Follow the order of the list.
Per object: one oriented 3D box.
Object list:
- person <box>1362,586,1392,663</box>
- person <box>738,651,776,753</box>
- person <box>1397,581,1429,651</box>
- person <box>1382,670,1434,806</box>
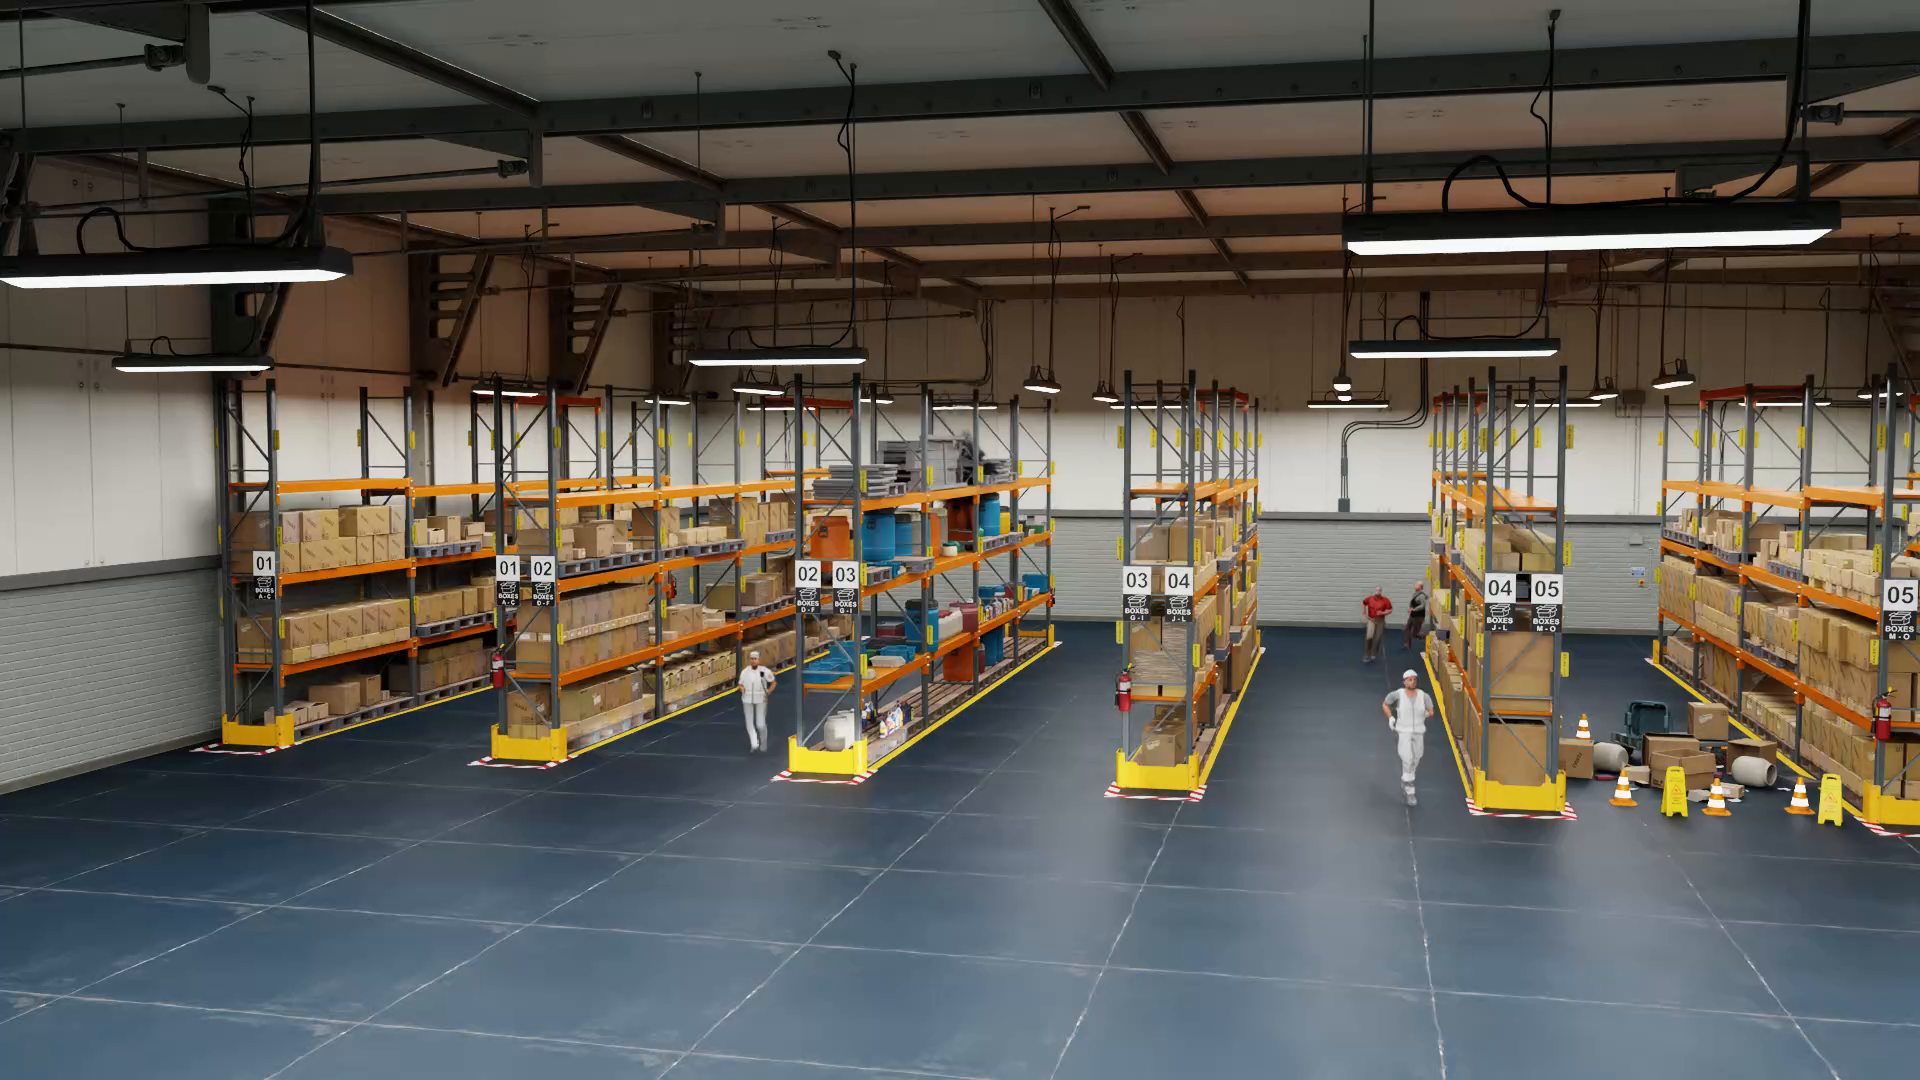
[{"bbox_3d":[9.400,1.915,37.479,0.661,1.766,0.678,1,4,12],"label":"person"},{"bbox_3d":[-3.262,2.591,26.463,0.593,1.623,0.554,0,3,5],"label":"person"},{"bbox_3d":[10.796,1.807,39.172,0.856,1.682,0.701,0,3,0],"label":"person"},{"bbox_3d":[6.238,2.697,23.023,0.647,1.809,0.878,0,3,-3],"label":"person"}]
